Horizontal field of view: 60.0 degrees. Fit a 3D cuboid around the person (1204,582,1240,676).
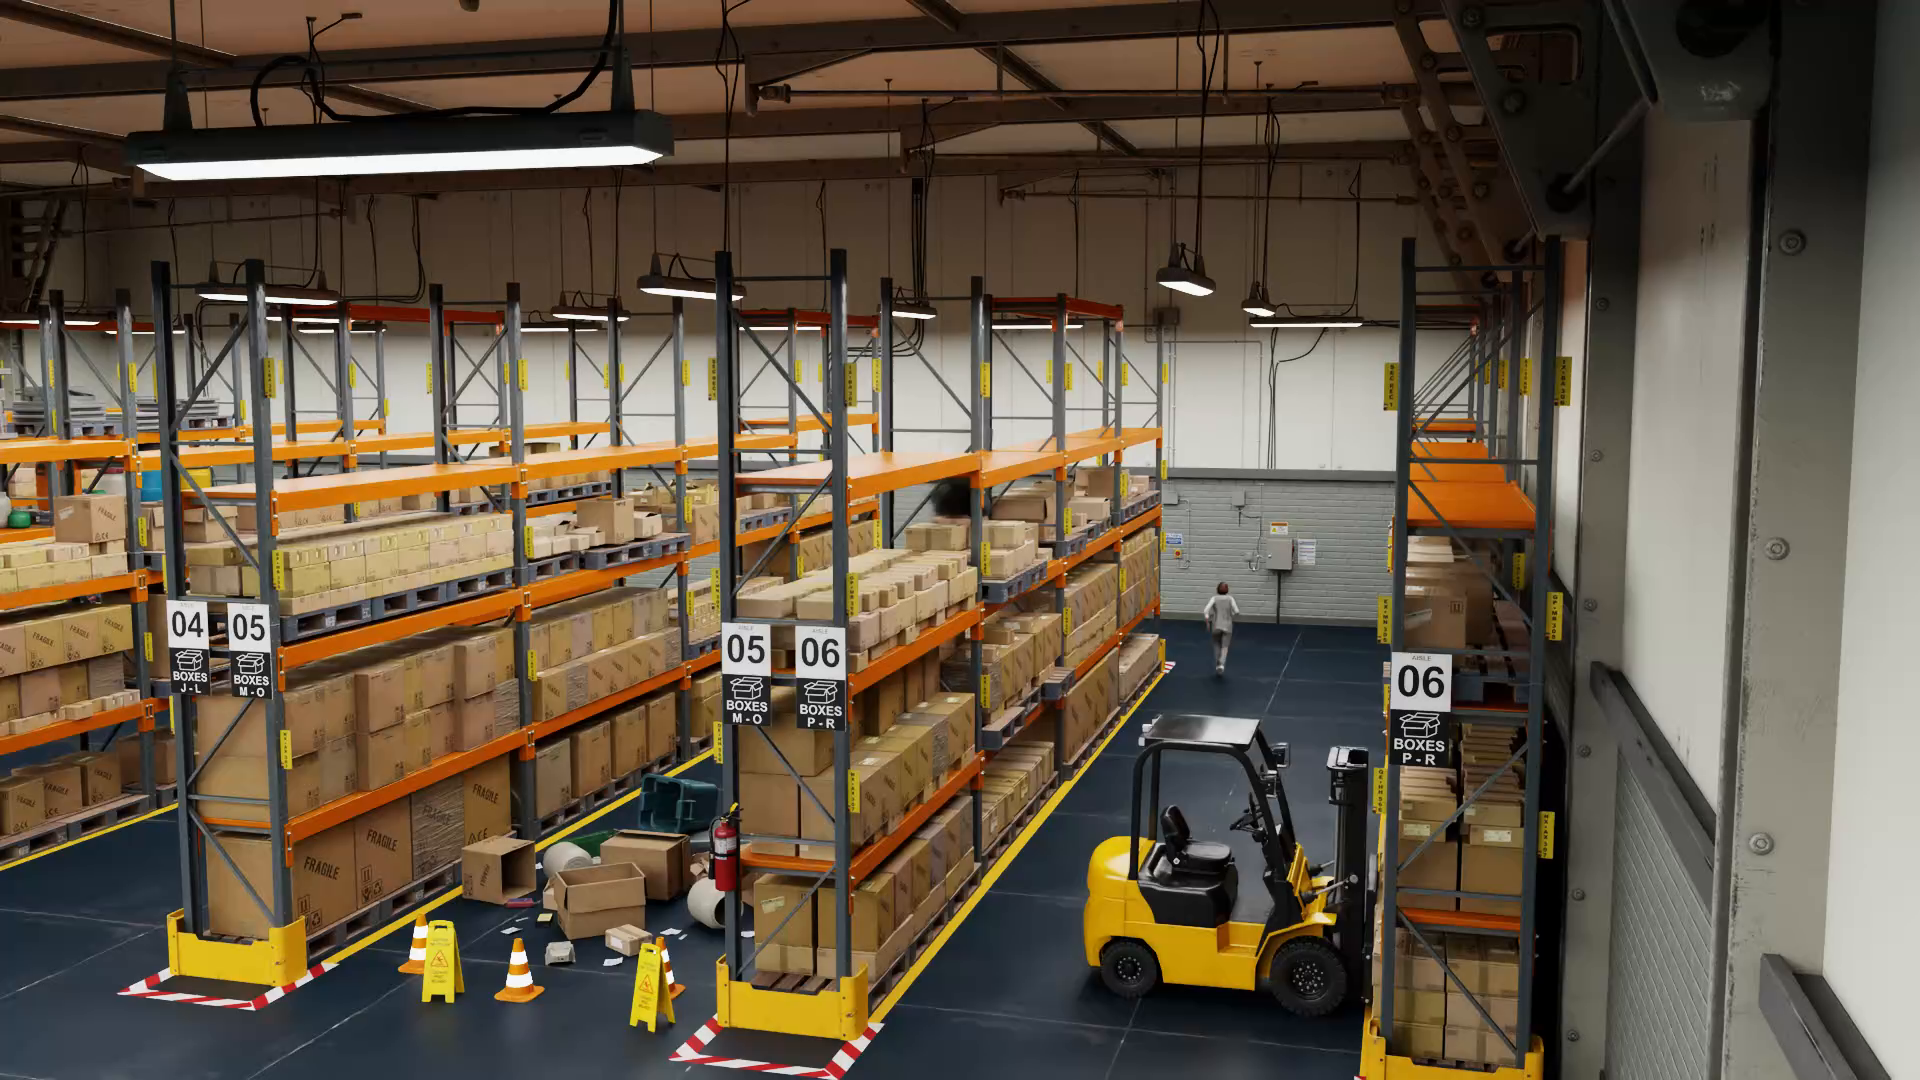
[{"bbox_3d":[4.303,1.487,27.346,0.571,1.602,0.849,1,6,12],"label":"person"}]
